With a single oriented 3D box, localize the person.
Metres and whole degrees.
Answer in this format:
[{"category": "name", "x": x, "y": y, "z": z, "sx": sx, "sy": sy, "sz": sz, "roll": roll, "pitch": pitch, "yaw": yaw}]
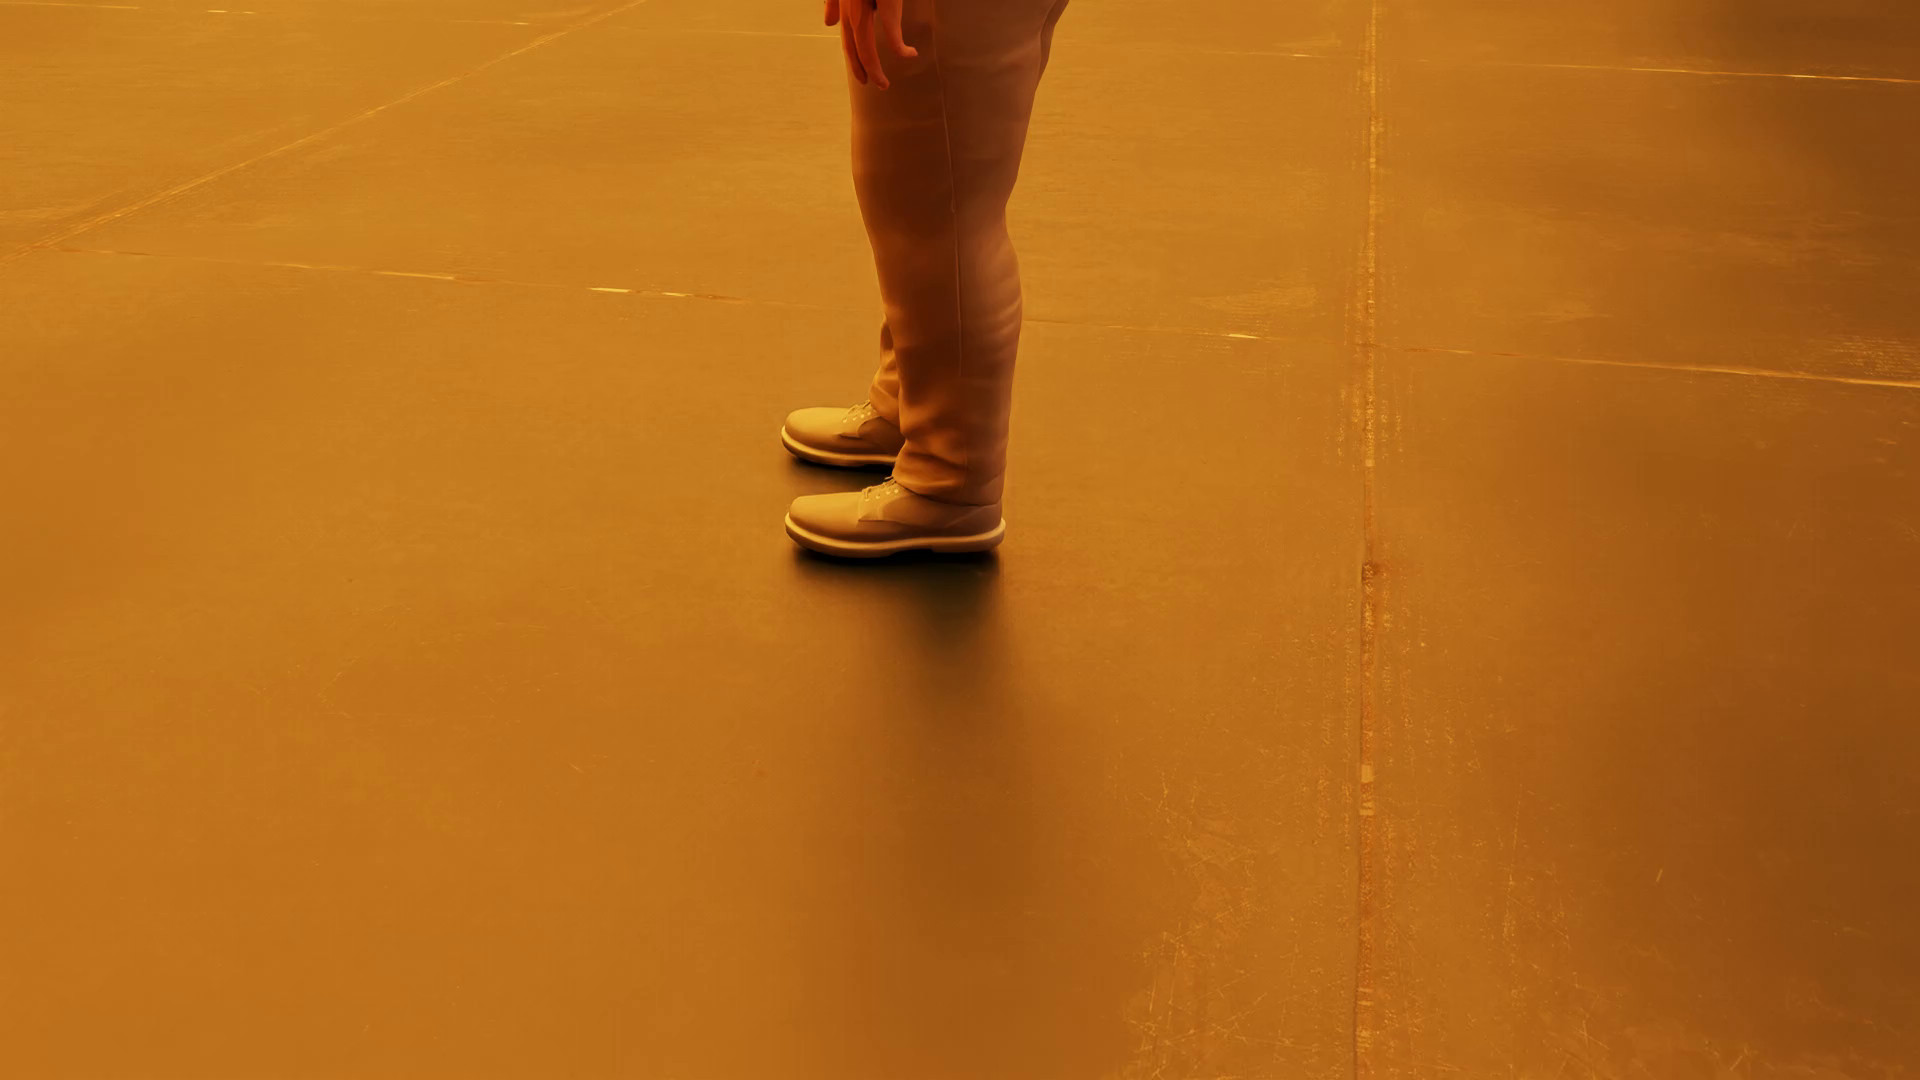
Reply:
[{"category": "person", "x": -0.085, "y": -0.792, "z": 2.136, "sx": 0.551, "sy": 1.727, "sz": 0.640, "roll": 6, "pitch": 27, "yaw": 11}]
